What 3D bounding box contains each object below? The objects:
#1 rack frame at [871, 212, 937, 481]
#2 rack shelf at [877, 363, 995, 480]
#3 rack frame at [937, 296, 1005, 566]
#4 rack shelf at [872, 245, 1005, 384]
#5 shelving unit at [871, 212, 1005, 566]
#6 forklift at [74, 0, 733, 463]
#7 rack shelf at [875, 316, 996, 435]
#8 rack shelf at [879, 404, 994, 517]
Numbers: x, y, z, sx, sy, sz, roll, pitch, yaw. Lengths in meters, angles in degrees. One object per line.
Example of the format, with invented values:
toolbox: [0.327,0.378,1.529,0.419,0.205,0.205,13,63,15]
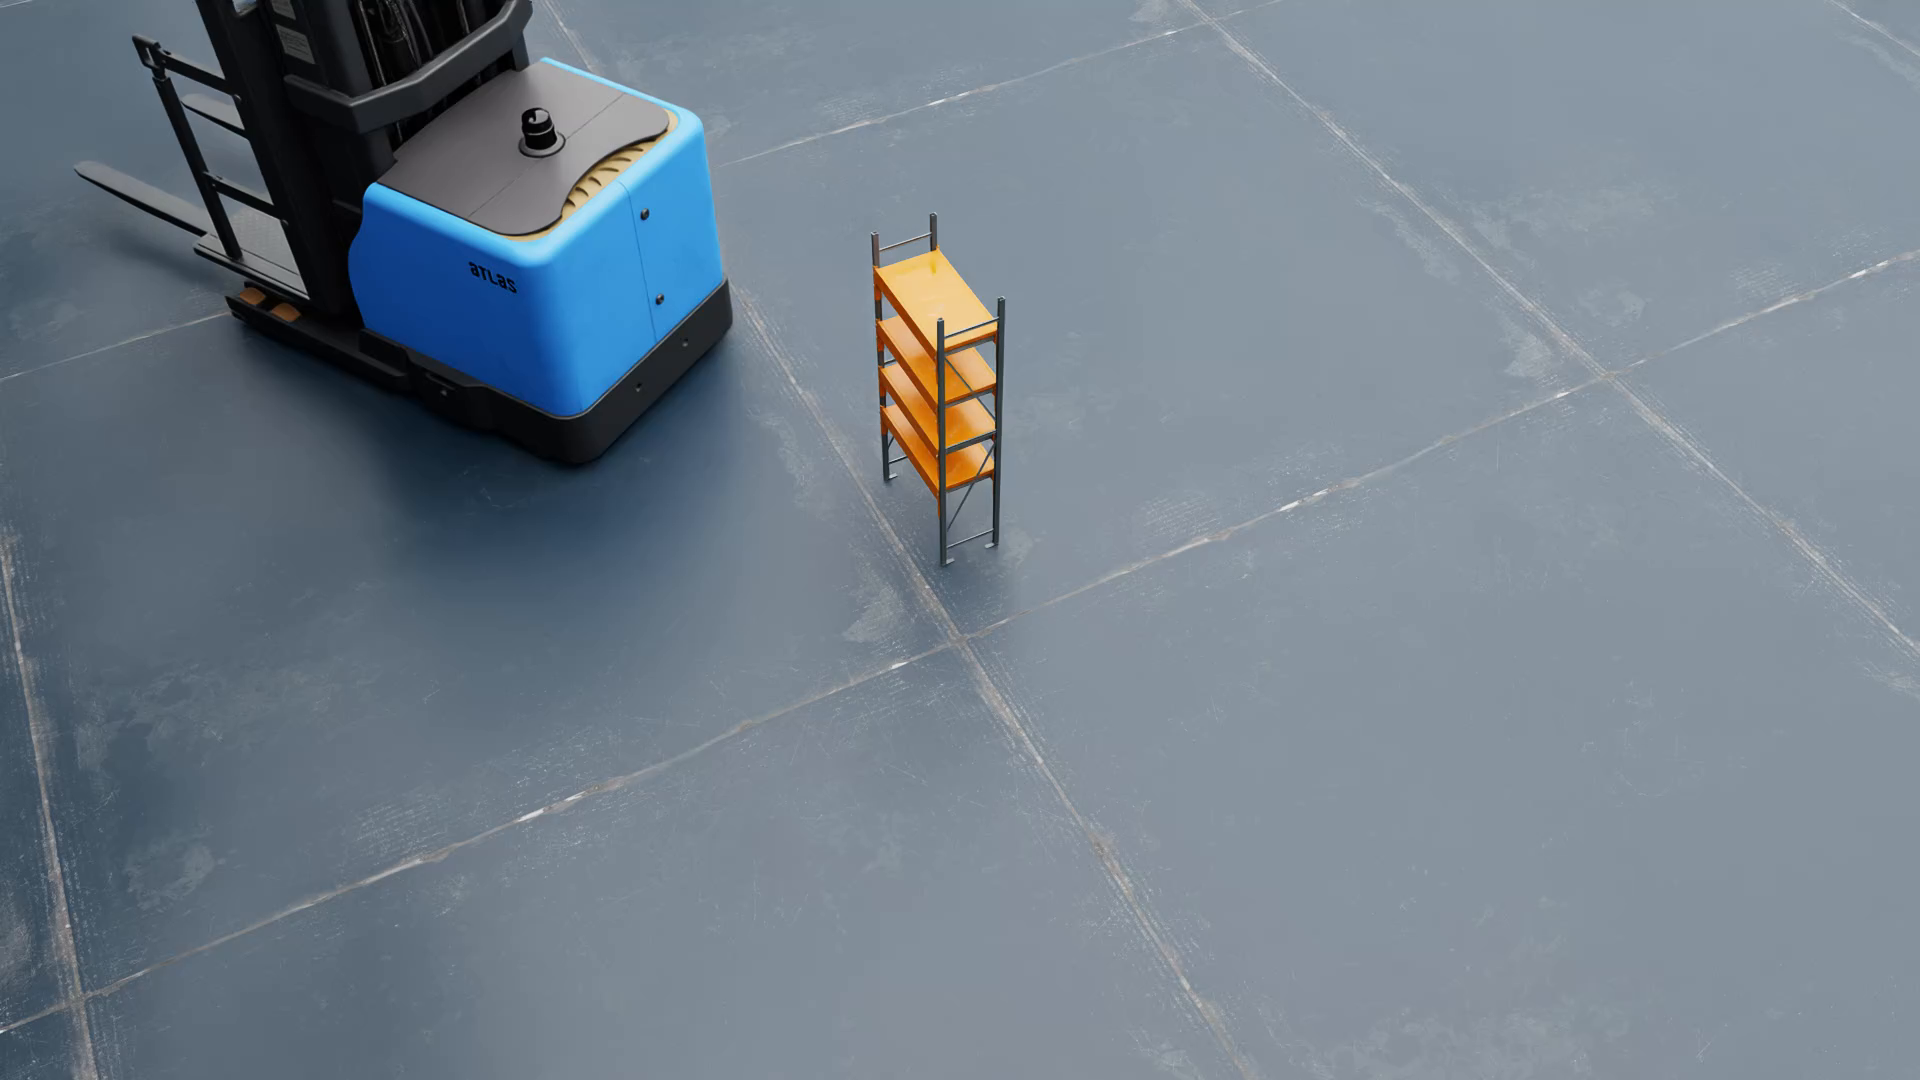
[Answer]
rack frame: [-0.187,-0.669,6.038,0.240,1.200,0.015,-21,52,-18]
rack shelf: [-0.076,-0.462,5.946,0.258,0.148,0.480,-21,52,-18]
rack frame: [0.036,-0.342,5.752,0.240,1.200,0.015,-21,52,-18]
rack shelf: [-0.076,-0.765,5.599,0.258,0.148,0.480,-21,52,-18]
shelving unit: [-0.076,-0.506,5.895,0.258,1.200,0.503,-21,52,-18]
forklift: [-2.478,-2.107,6.146,3.031,2.935,1.130,24,53,20]
rack shelf: [-0.076,-0.609,5.778,0.258,0.148,0.480,-21,52,-18]
rack shelf: [-0.076,-0.331,6.095,0.258,0.148,0.480,-21,52,-18]
